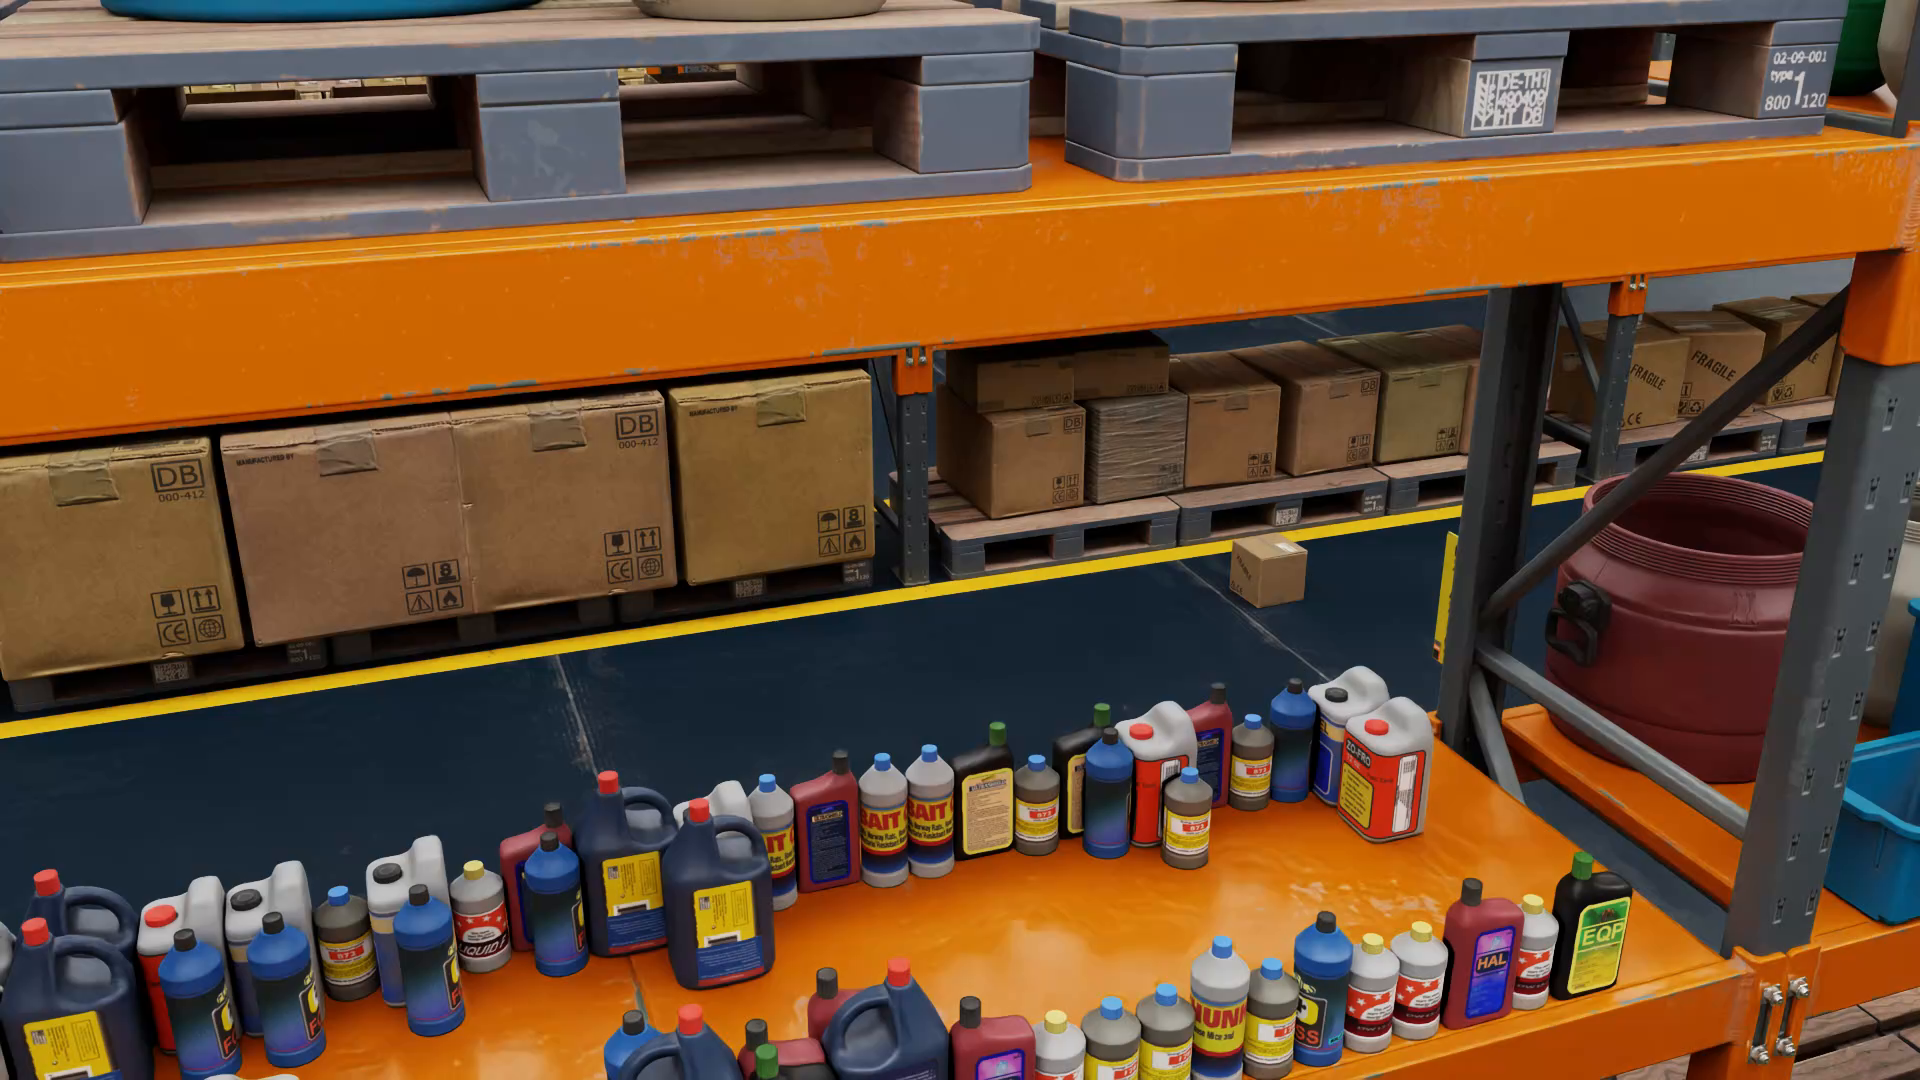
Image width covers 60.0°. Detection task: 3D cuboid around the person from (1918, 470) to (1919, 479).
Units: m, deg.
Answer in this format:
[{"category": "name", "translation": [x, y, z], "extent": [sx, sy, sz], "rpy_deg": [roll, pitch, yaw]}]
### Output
[{"category": "person", "translation": [5.123, -0.948, 8.320], "extent": [0.624, 1.770, 0.564], "rpy_deg": [-6, 23, -15]}]
